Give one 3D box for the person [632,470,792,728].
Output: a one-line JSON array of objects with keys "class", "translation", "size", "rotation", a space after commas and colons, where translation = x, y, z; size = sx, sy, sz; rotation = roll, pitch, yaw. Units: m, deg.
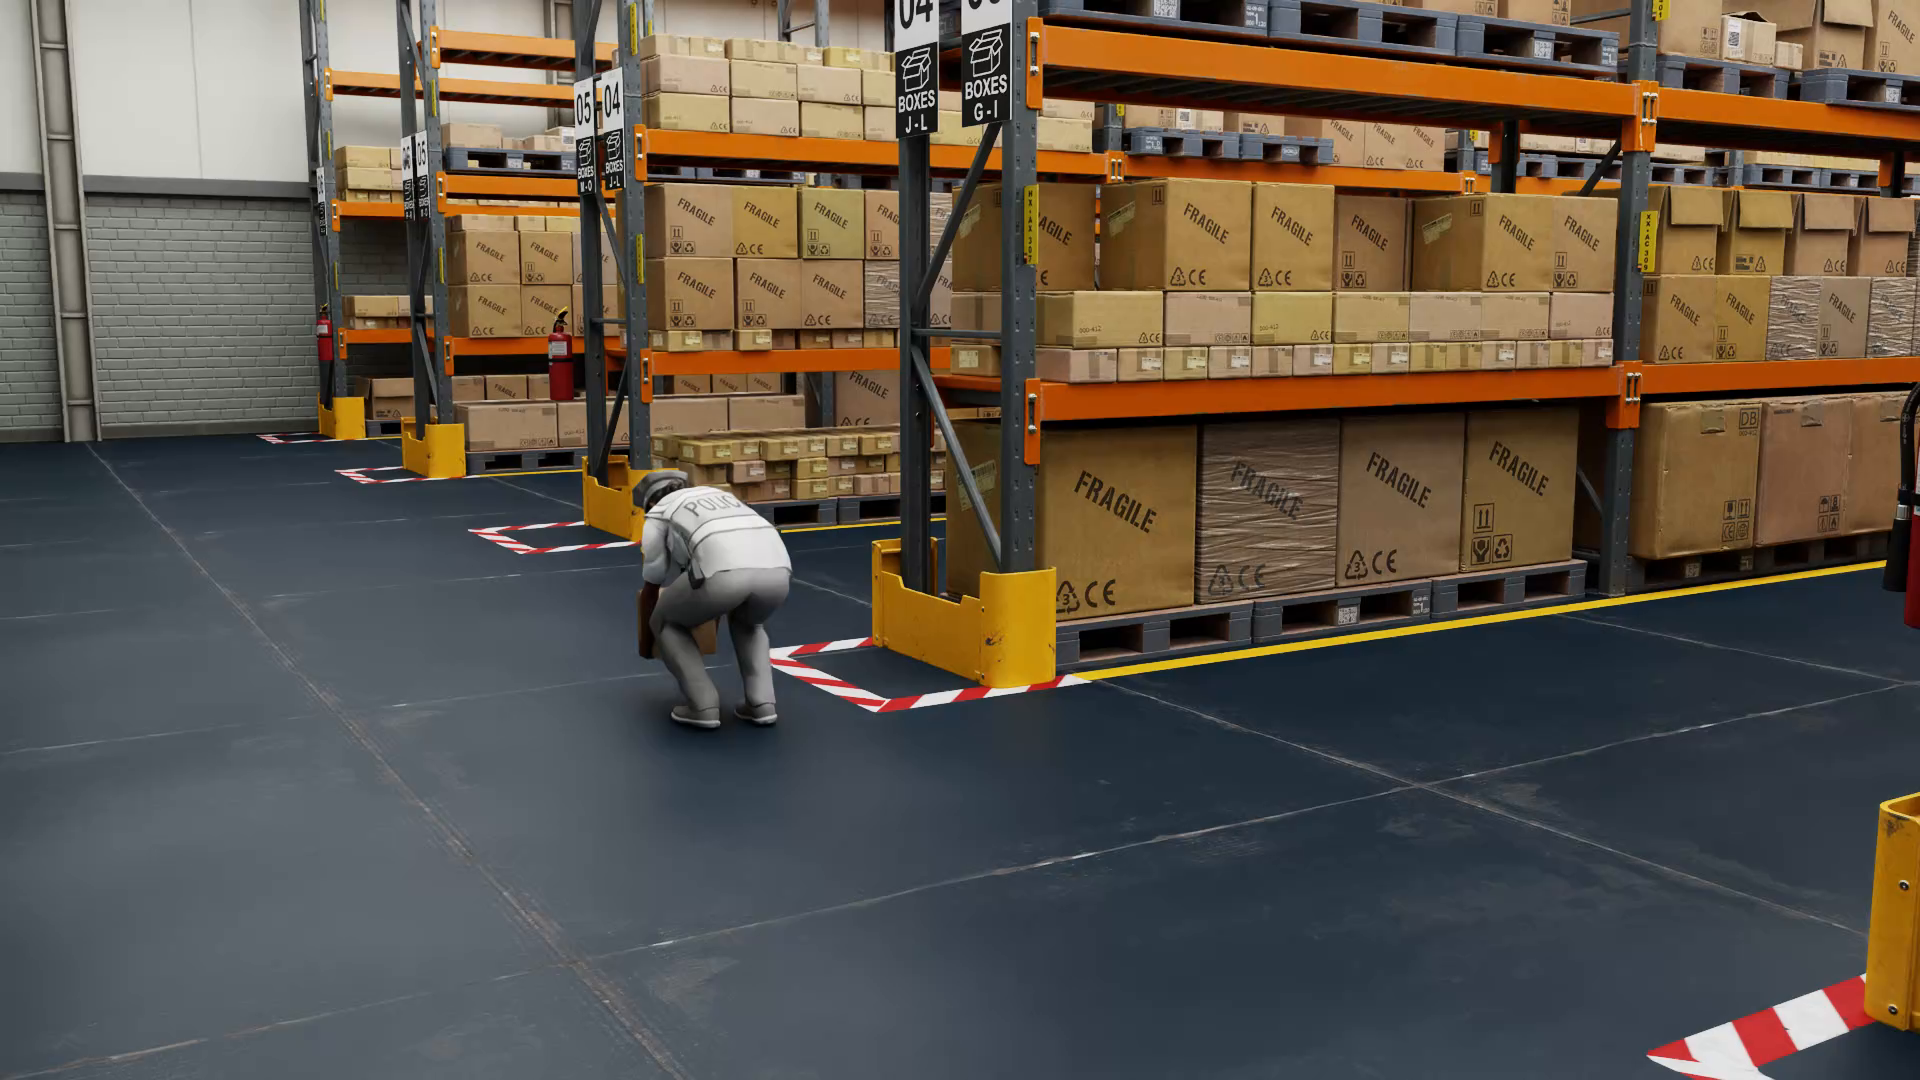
[{"class": "person", "translation": [-1.011, 0.228, 6.662], "size": [0.457, 0.979, 0.916], "rotation": [-5, 10, -33]}]
